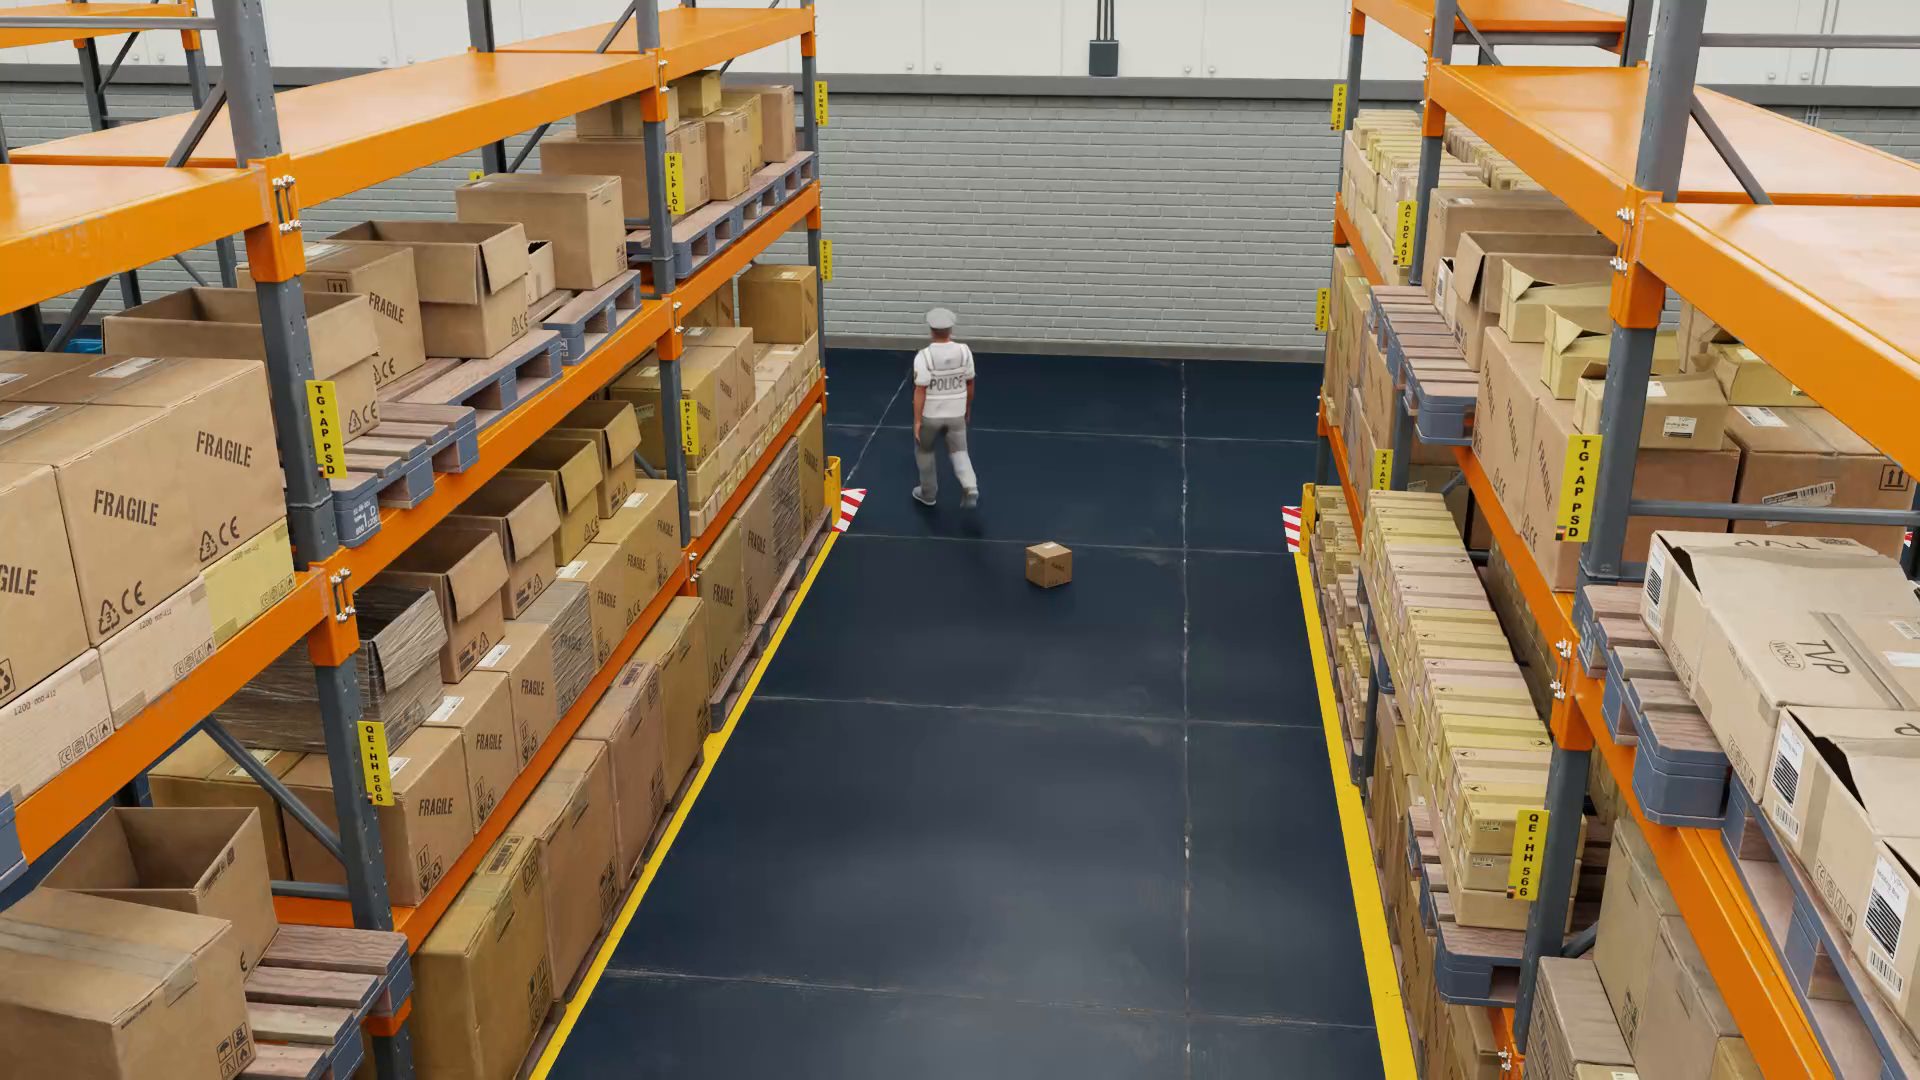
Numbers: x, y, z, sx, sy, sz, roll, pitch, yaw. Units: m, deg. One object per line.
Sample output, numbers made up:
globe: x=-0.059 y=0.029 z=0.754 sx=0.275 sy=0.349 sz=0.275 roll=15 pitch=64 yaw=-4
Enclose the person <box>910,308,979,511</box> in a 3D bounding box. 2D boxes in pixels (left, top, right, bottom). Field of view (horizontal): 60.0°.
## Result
person: x=-0.139 y=-1.071 z=13.801 sx=0.554 sy=1.736 sz=0.883 roll=-7 pitch=22 yaw=-18
